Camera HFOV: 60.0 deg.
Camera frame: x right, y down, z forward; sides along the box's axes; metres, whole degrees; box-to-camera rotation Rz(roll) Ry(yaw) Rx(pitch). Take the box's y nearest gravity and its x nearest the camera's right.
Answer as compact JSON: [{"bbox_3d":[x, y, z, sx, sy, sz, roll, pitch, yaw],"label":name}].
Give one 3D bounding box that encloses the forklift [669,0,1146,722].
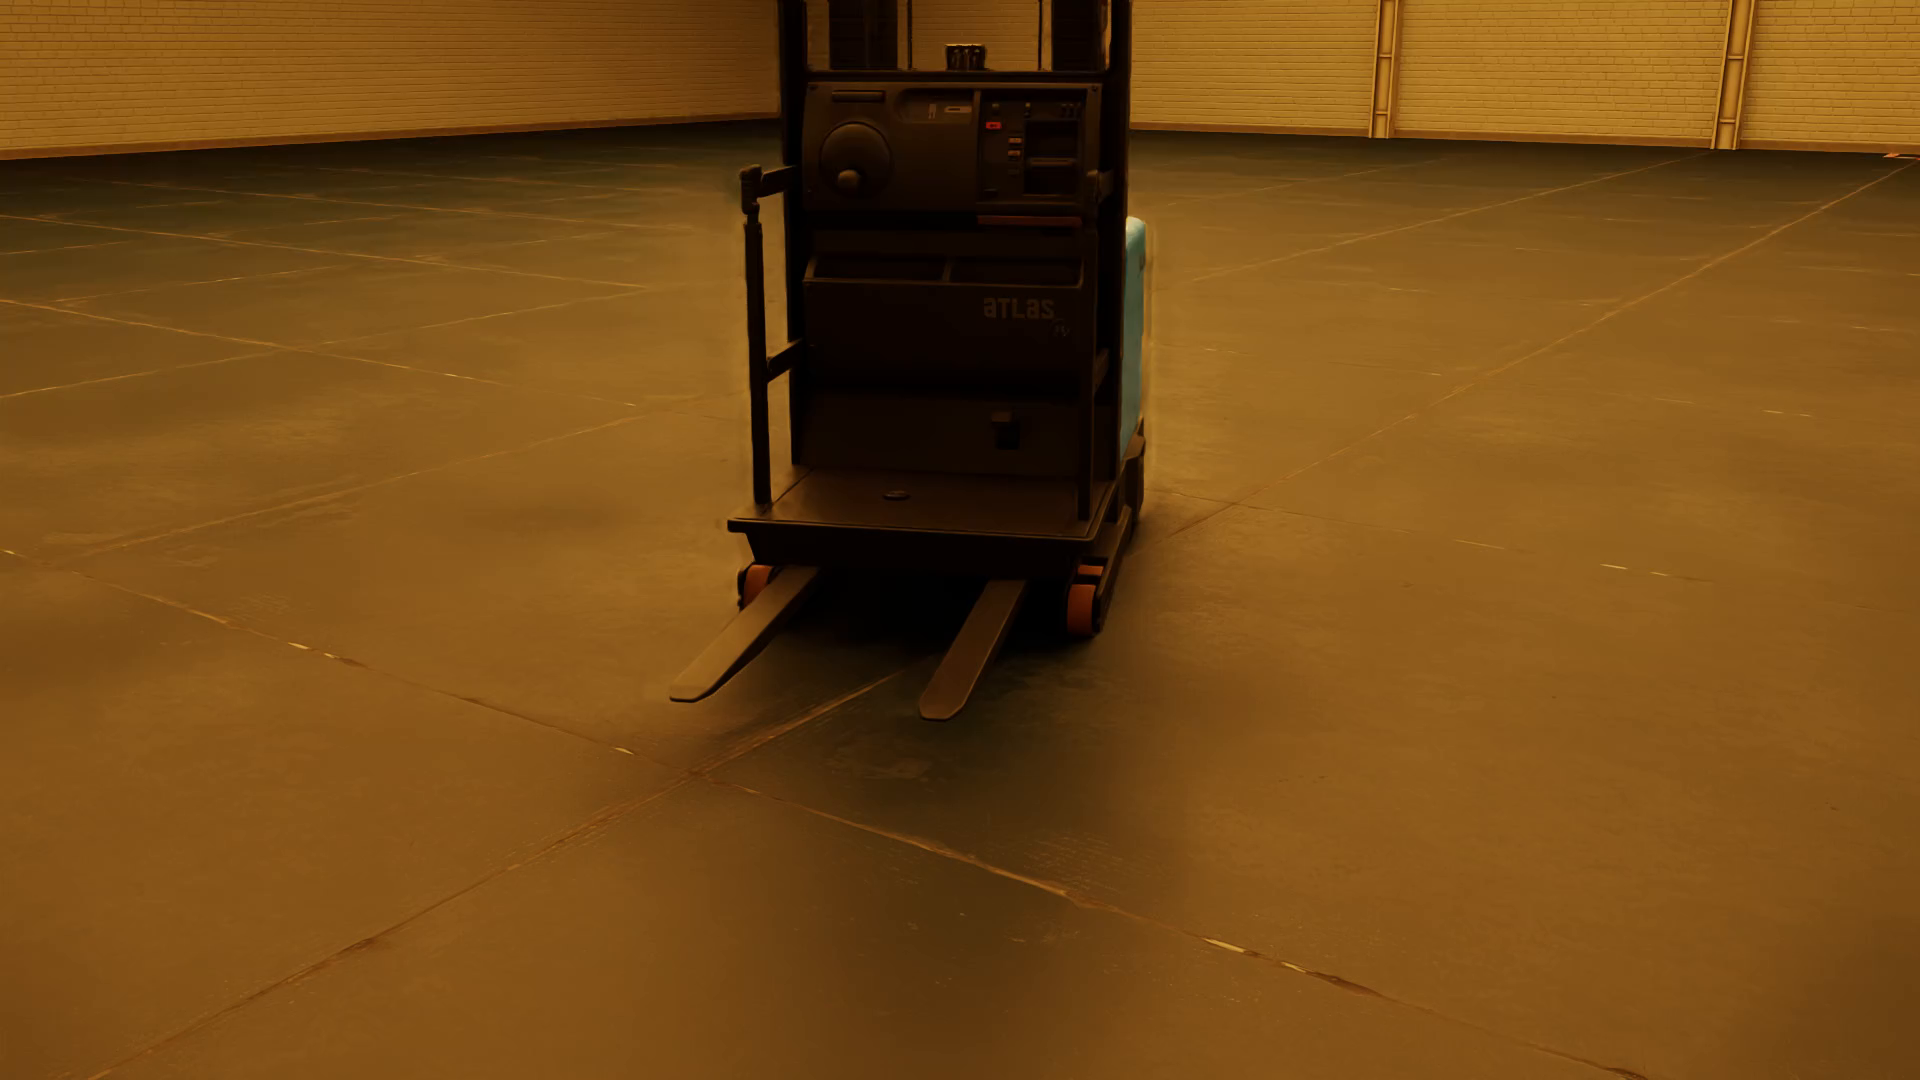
[{"bbox_3d":[-0.068,-1.224,4.925,1.130,2.935,3.031,3,17,11],"label":"forklift"}]
